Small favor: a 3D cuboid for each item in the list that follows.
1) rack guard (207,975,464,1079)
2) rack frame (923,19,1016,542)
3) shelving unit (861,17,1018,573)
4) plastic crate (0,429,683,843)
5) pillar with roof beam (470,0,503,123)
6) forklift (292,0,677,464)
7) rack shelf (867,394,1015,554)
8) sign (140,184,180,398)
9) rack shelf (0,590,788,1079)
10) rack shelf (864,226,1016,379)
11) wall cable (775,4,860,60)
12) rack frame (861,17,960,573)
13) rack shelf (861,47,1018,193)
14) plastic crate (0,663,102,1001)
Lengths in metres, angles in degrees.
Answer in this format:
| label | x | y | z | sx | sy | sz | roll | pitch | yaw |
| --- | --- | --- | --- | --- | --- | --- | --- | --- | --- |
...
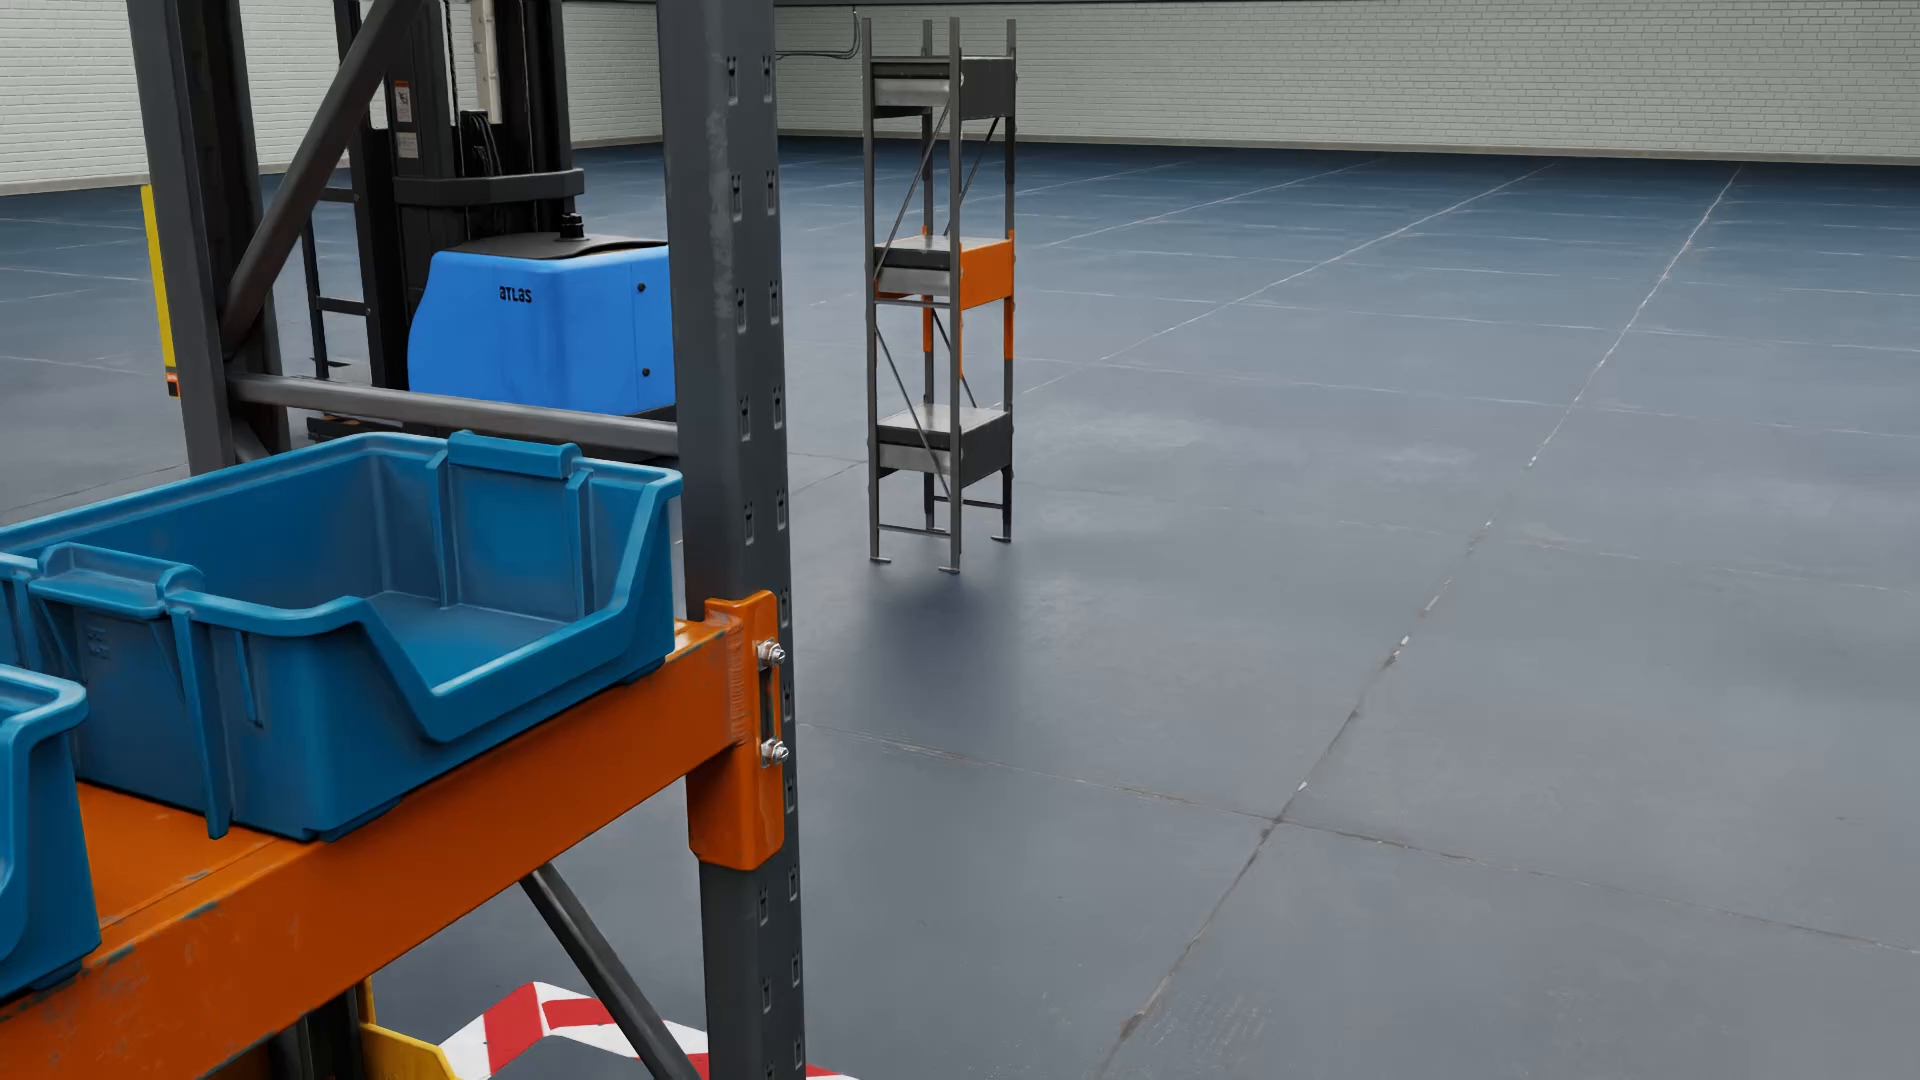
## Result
| label | x | y | z | sx | sy | sz | roll | pitch | yaw |
| --- | --- | --- | --- | --- | --- | --- | --- | --- | --- |
| rack guard | -0.689 | 1.054 | 2.598 | 1.175 | 0.500 | 0.348 | 8 | 18 | 25 |
| rack frame | 0.035 | -1.027 | 6.793 | 0.400 | 2.100 | 0.015 | 8 | 18 | 25 |
| shelving unit | -0.074 | -0.964 | 6.583 | 0.431 | 2.100 | 0.503 | 8 | 18 | 25 |
| plastic crate | -0.654 | 0.067 | 1.792 | 0.499 | 0.251 | 0.616 | 8 | 18 | 25 |
| pillar with roof beam | -4.978 | -11.070 | 28.490 | 9.100 | 9.000 | 0.400 | 8 | 18 | 25 |
| forklift | -2.780 | -1.965 | 8.493 | 3.031 | 2.935 | 1.130 | 11 | 20 | 33 |
| rack shelf | -0.074 | -0.280 | 6.787 | 0.431 | 0.518 | 0.480 | 8 | 18 | 25 |
| sign | -1.188 | -0.374 | 2.528 | 0.100 | 0.325 | 0.005 | 8 | 18 | 25 |
| rack shelf | -1.591 | 0.684 | 0.715 | 1.077 | 0.370 | 4.000 | 8 | 18 | 25 |
| rack shelf | -0.074 | -0.951 | 6.587 | 0.431 | 0.518 | 0.480 | 8 | 18 | 25 |
| wall cable | -3.649 | -12.240 | 37.882 | 3.097 | 2.526 | 0.112 | 8 | 18 | 25 |
| rack frame | -0.183 | -0.902 | 6.374 | 0.400 | 2.100 | 0.015 | 8 | 18 | 25 |
| rack shelf | -0.074 | -1.622 | 6.388 | 0.431 | 0.518 | 0.480 | 8 | 18 | 25 |
| plastic crate | -0.949 | 0.232 | 1.237 | 0.499 | 0.251 | 0.408 | 8 | 18 | 25 |
